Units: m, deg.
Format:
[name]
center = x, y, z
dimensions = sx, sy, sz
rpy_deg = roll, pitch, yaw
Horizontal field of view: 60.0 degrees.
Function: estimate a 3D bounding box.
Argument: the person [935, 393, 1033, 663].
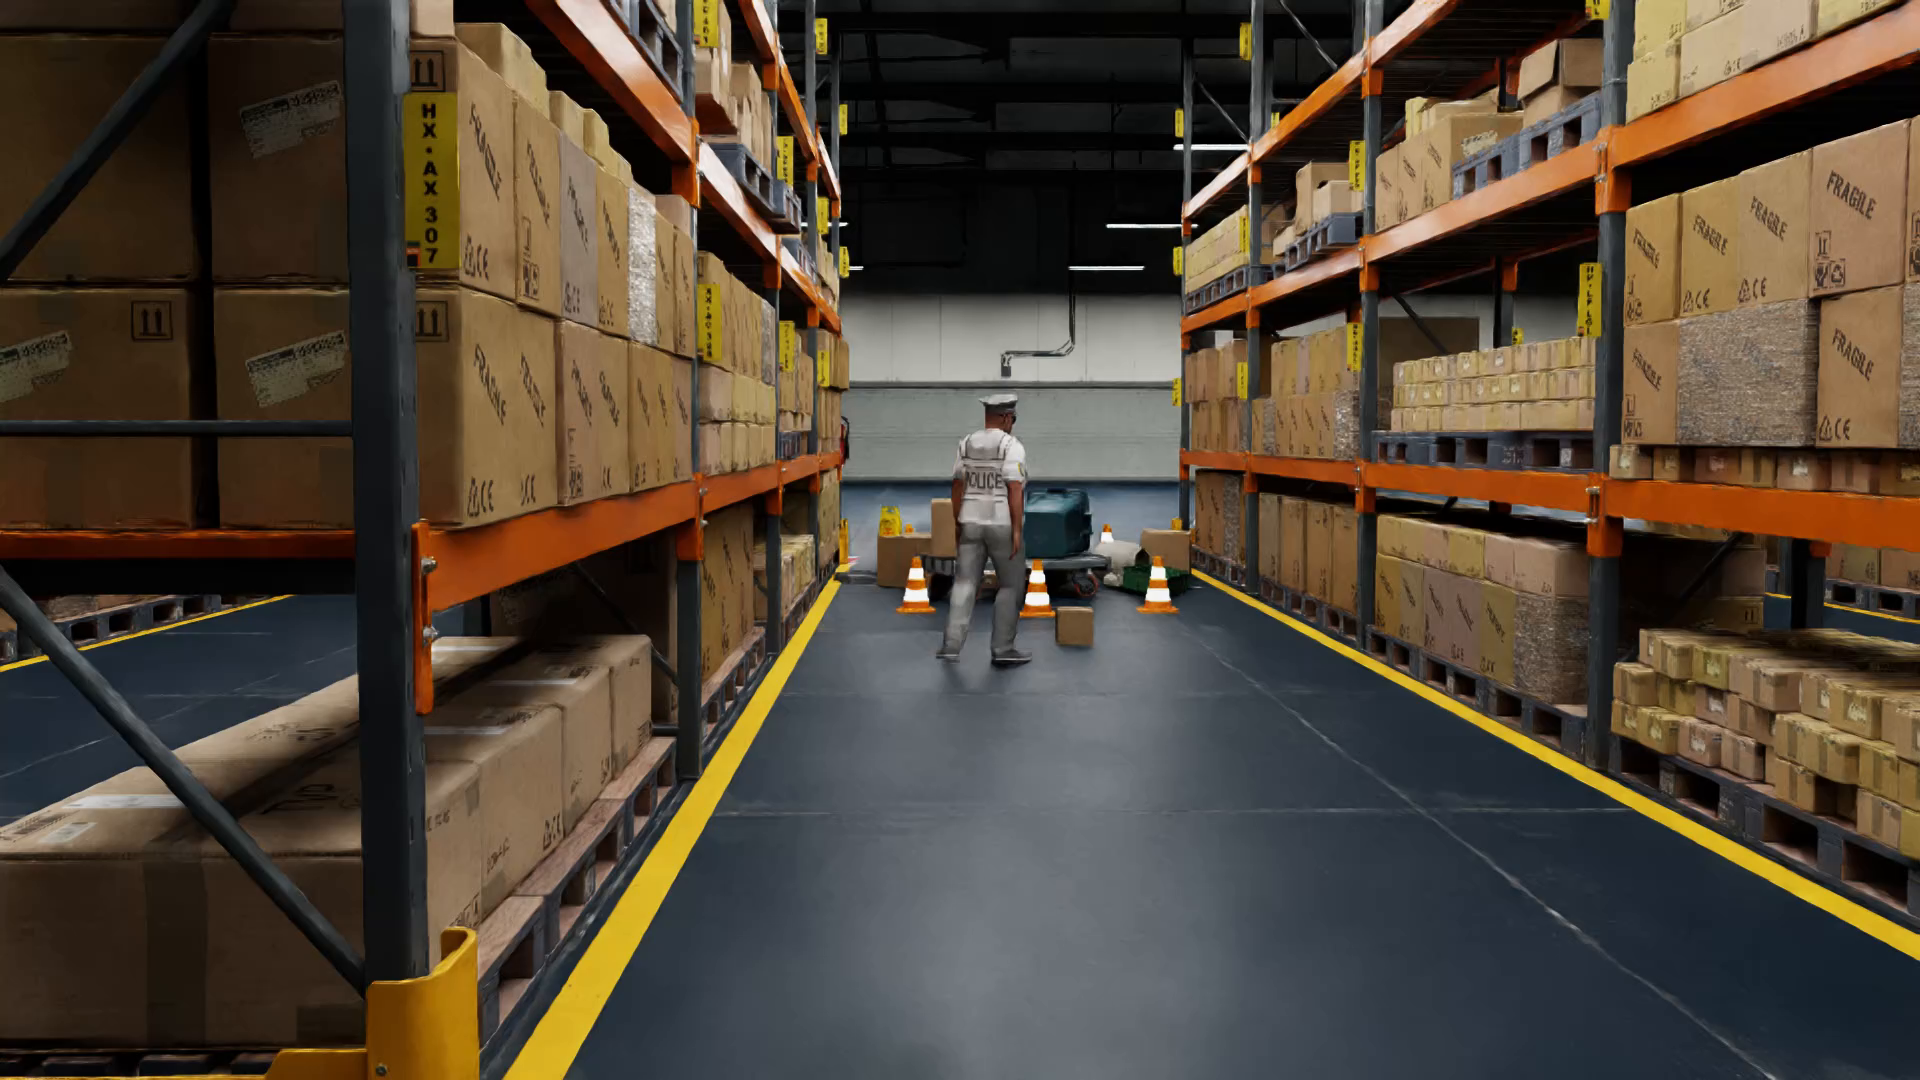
[person]
center = 0.162, -0.073, 10.764
dimensions = 0.606, 1.749, 0.612
rpy_deg = 2, 4, 30
